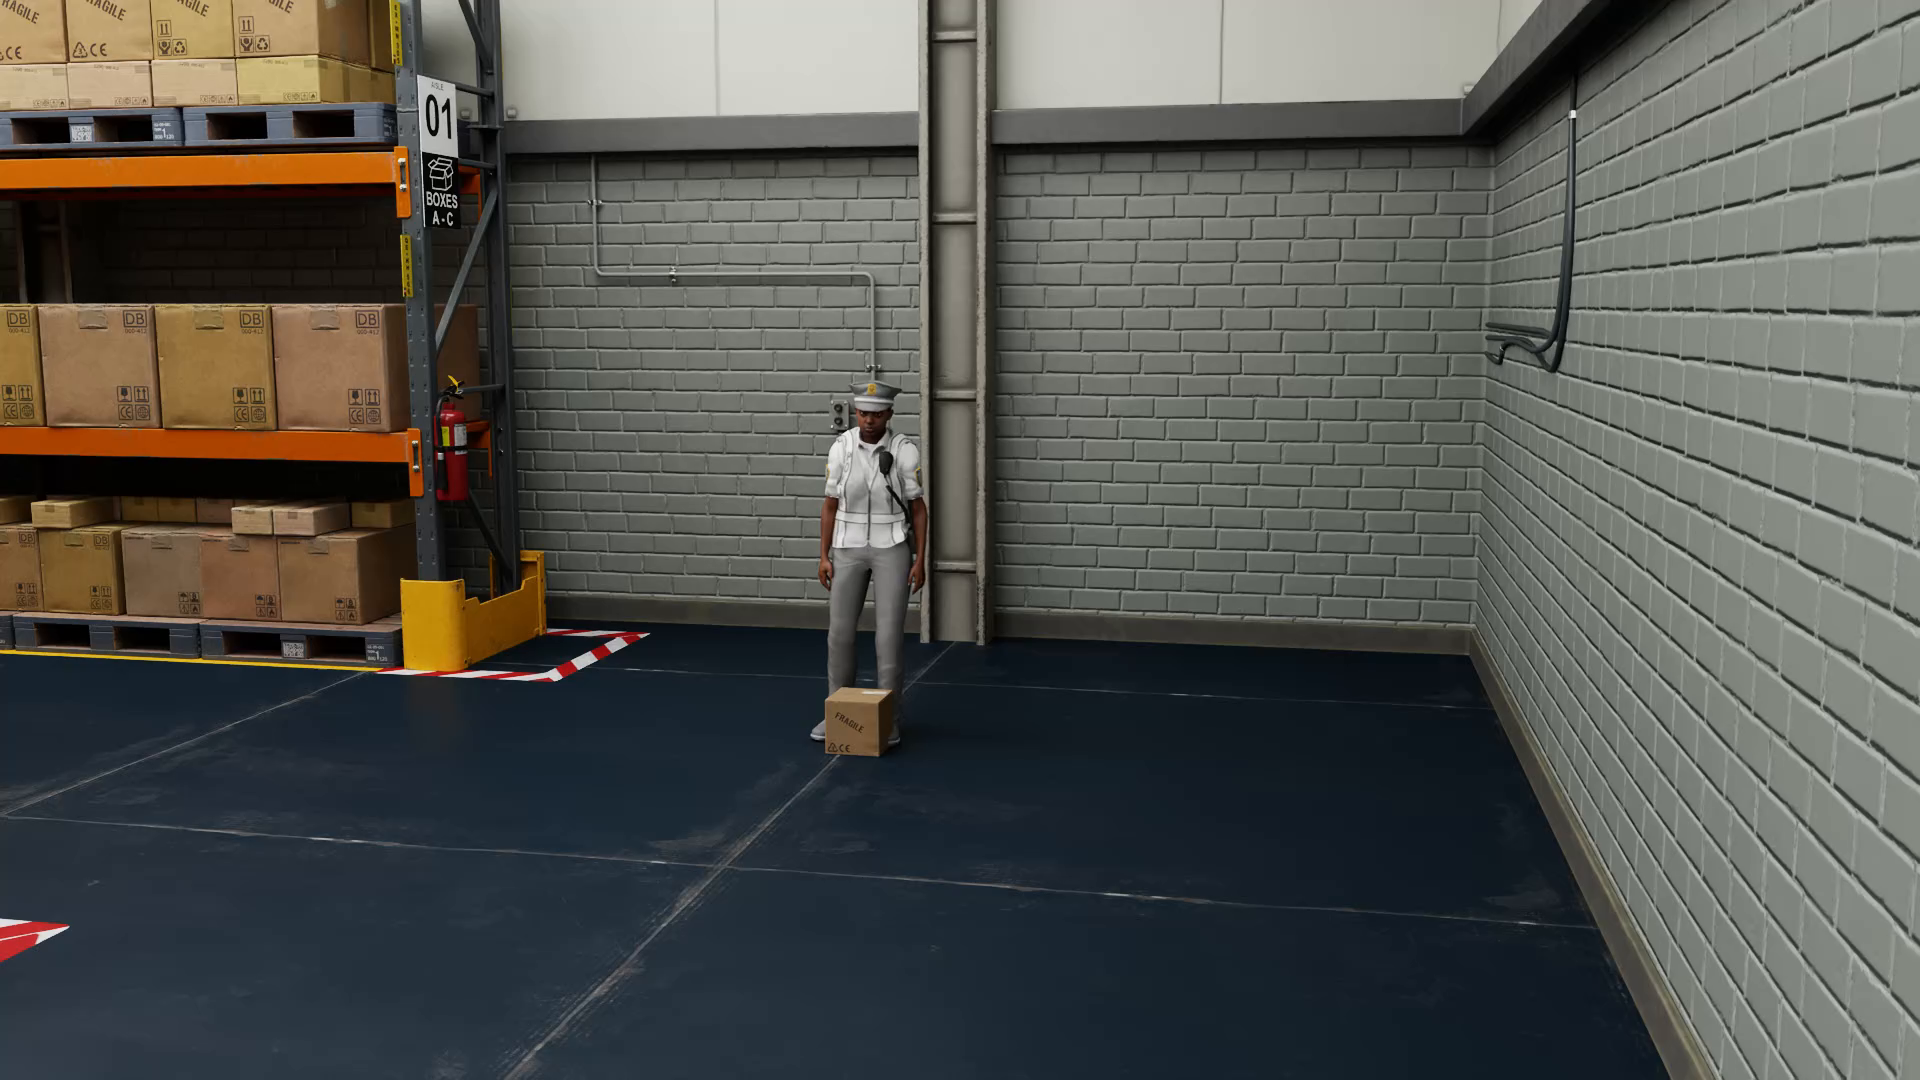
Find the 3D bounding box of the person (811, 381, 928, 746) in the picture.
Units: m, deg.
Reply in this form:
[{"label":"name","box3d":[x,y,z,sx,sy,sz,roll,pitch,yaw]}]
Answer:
[{"label":"person","box3d":[-0.418,0.094,7.648,0.532,1.662,0.425,1,8,8]}]
